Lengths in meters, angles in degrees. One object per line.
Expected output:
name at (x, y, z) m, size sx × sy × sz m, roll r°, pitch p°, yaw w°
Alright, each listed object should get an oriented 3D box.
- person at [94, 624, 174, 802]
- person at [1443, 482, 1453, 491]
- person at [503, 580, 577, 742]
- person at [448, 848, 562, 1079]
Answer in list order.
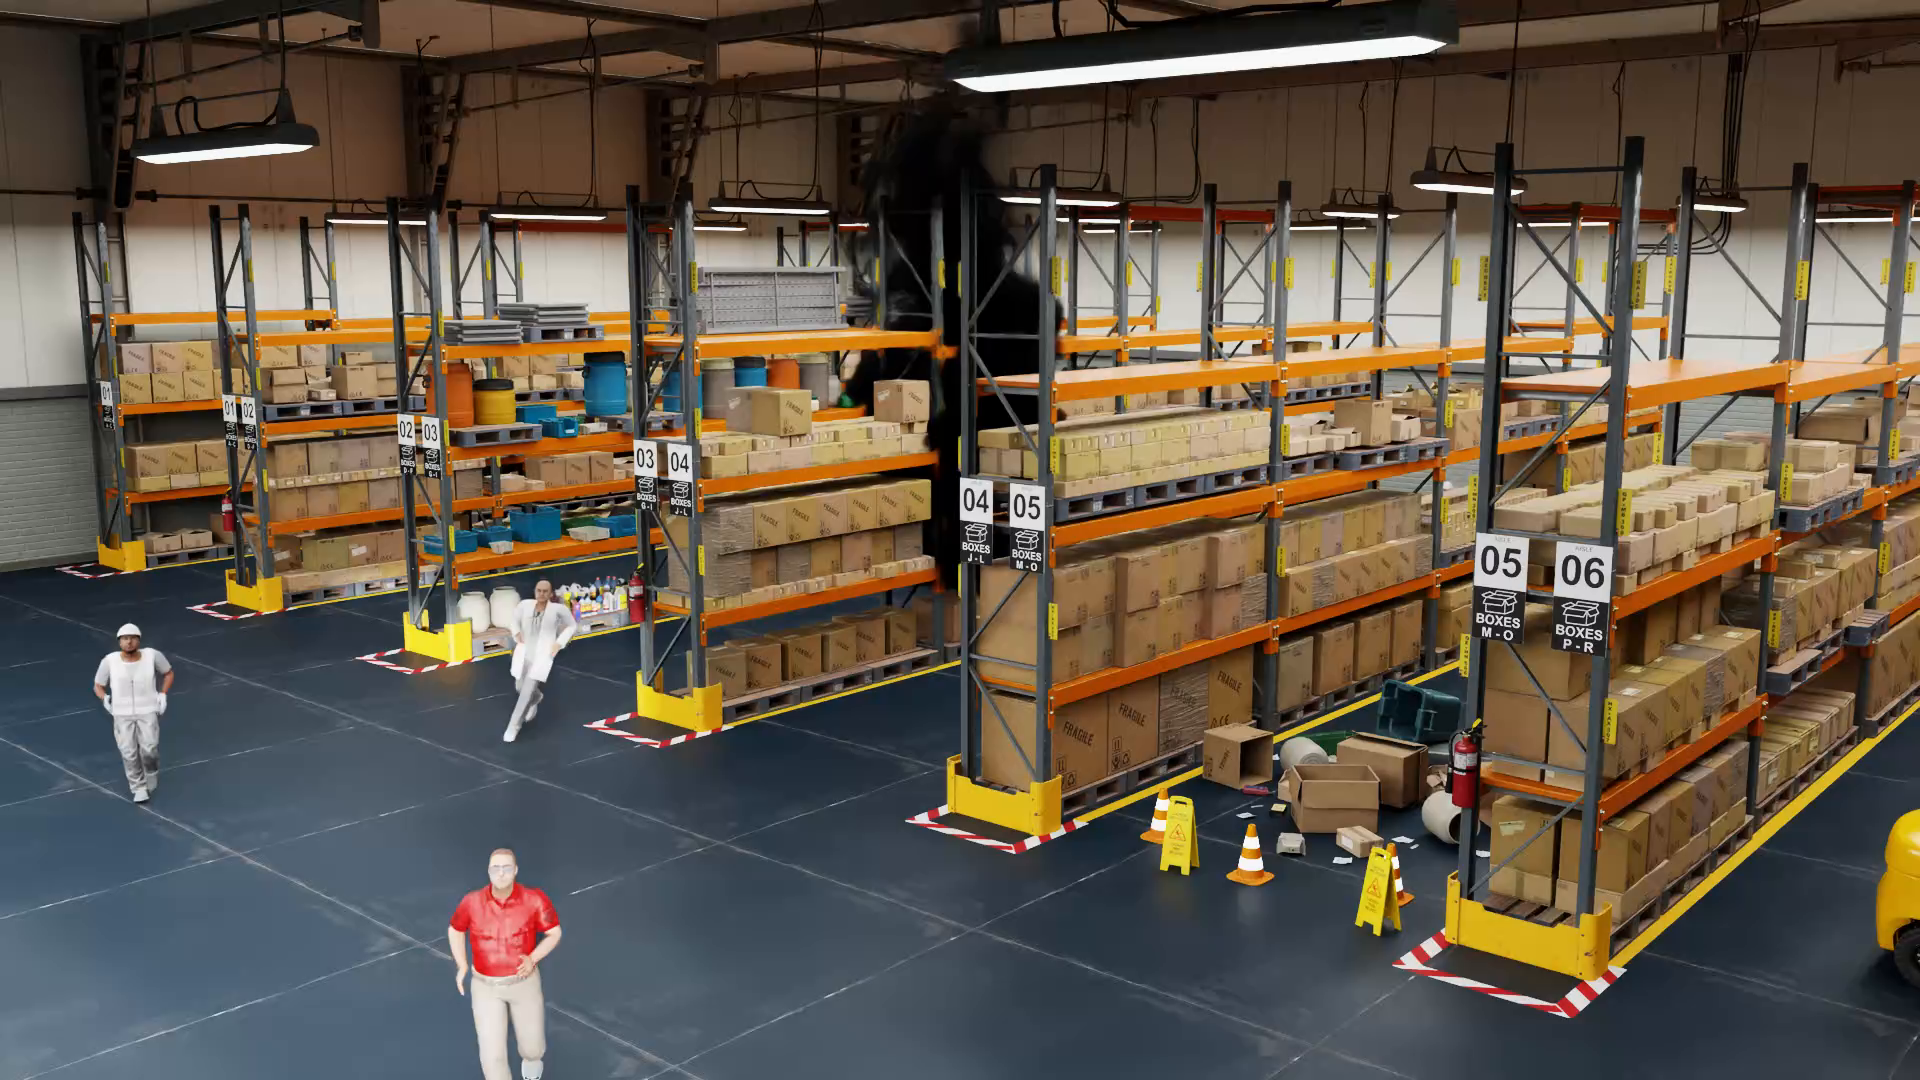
person at (-7.938, 1.670, 16.016) m, size 0.698 × 1.742 × 0.587 m, roll -4°, pitch 10°, yaw -24°
person at (7.635, -0.026, 26.208) m, size 0.664 × 1.800 × 0.718 m, roll 9°, pitch 13°, yaw 42°
person at (-4.613, 1.285, 18.353) m, size 0.717 × 1.735 × 0.985 m, roll 1°, pitch 10°, yaw 9°
person at (-2.743, 2.687, 10.054) m, size 0.675 × 1.689 × 0.809 m, roll -2°, pitch 10°, yaw -12°
